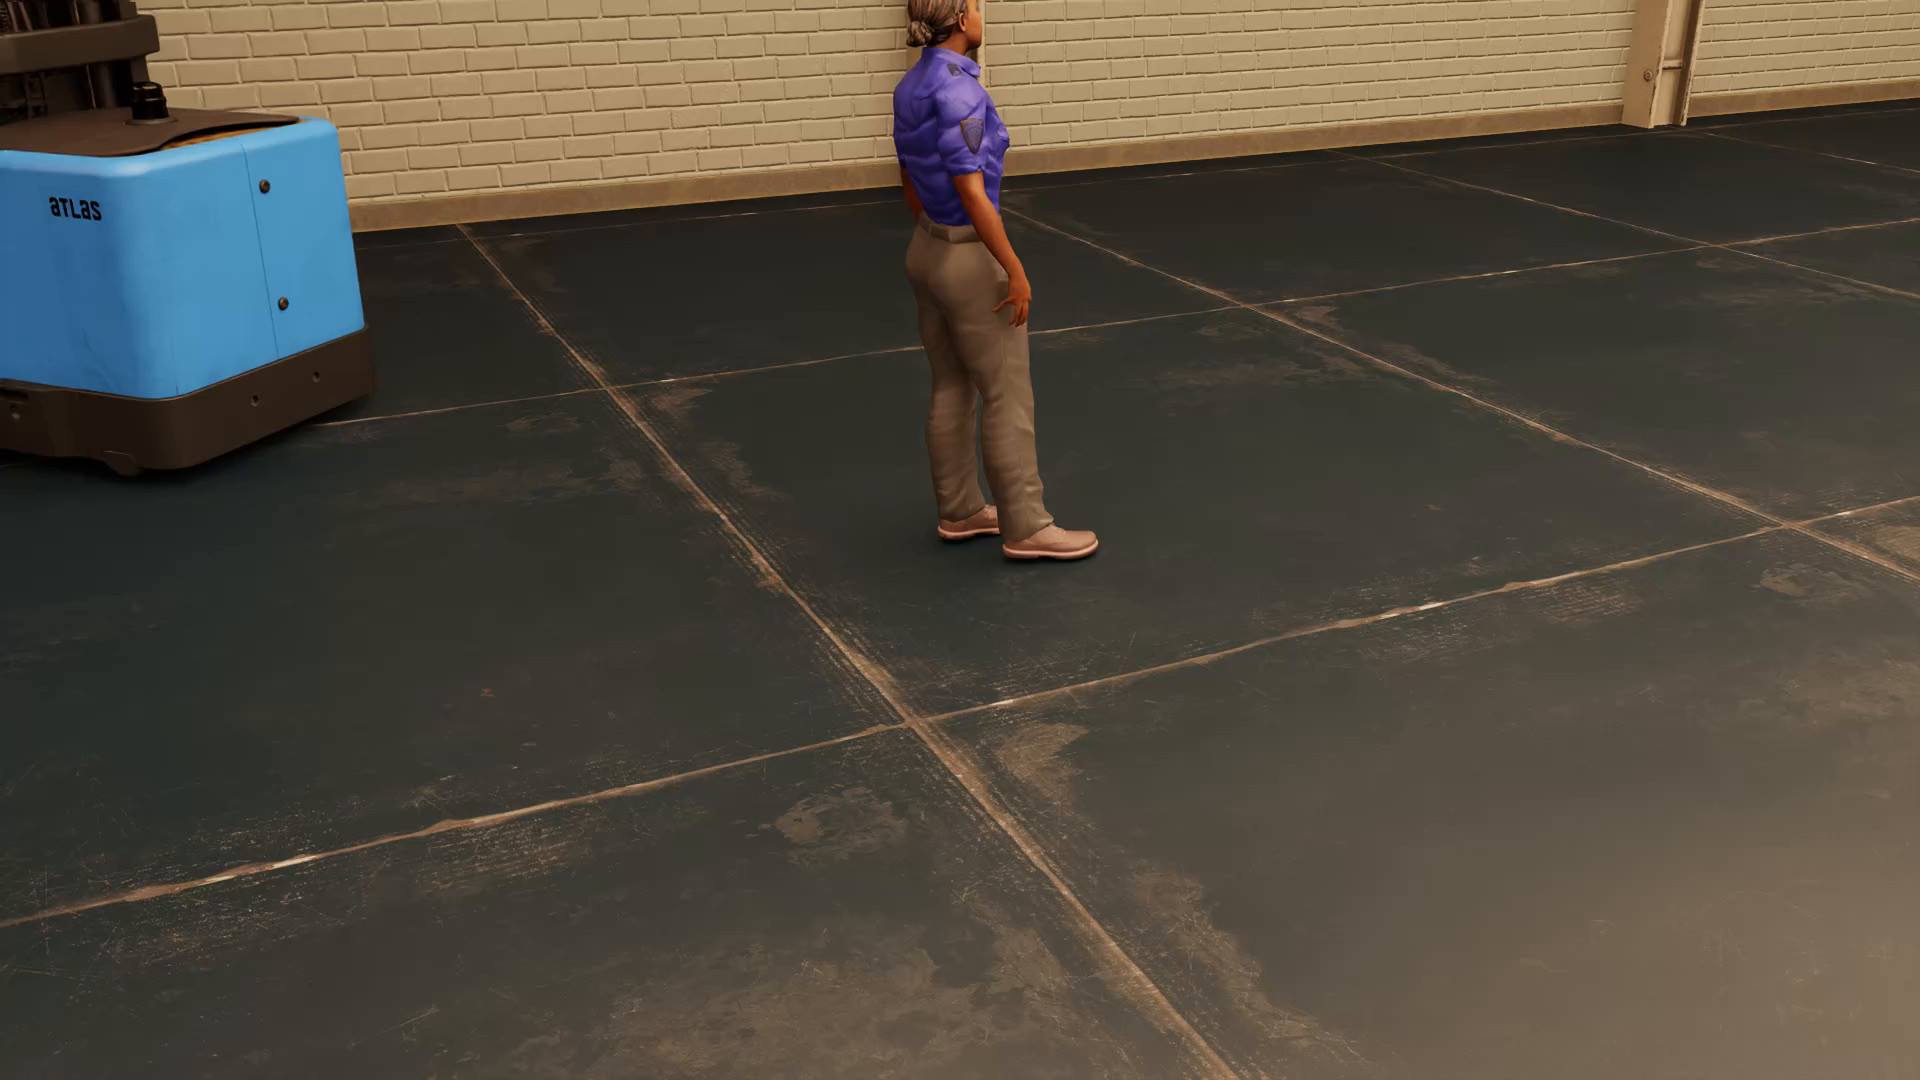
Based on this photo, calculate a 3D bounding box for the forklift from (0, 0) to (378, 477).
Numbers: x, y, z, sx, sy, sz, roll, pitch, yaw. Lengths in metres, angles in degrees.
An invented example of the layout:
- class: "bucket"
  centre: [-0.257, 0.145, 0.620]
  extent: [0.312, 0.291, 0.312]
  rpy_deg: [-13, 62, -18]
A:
- class: "forklift"
  centre: [-3.776, -1.906, 5.873]
  extent: [3.031, 2.935, 1.130]
  rpy_deg: [9, 24, 20]

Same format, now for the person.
- class: "person"
  centre: [0.088, -0.778, 4.804]
  extent: [0.504, 1.654, 0.570]
  rpy_deg: [-10, 25, -23]
